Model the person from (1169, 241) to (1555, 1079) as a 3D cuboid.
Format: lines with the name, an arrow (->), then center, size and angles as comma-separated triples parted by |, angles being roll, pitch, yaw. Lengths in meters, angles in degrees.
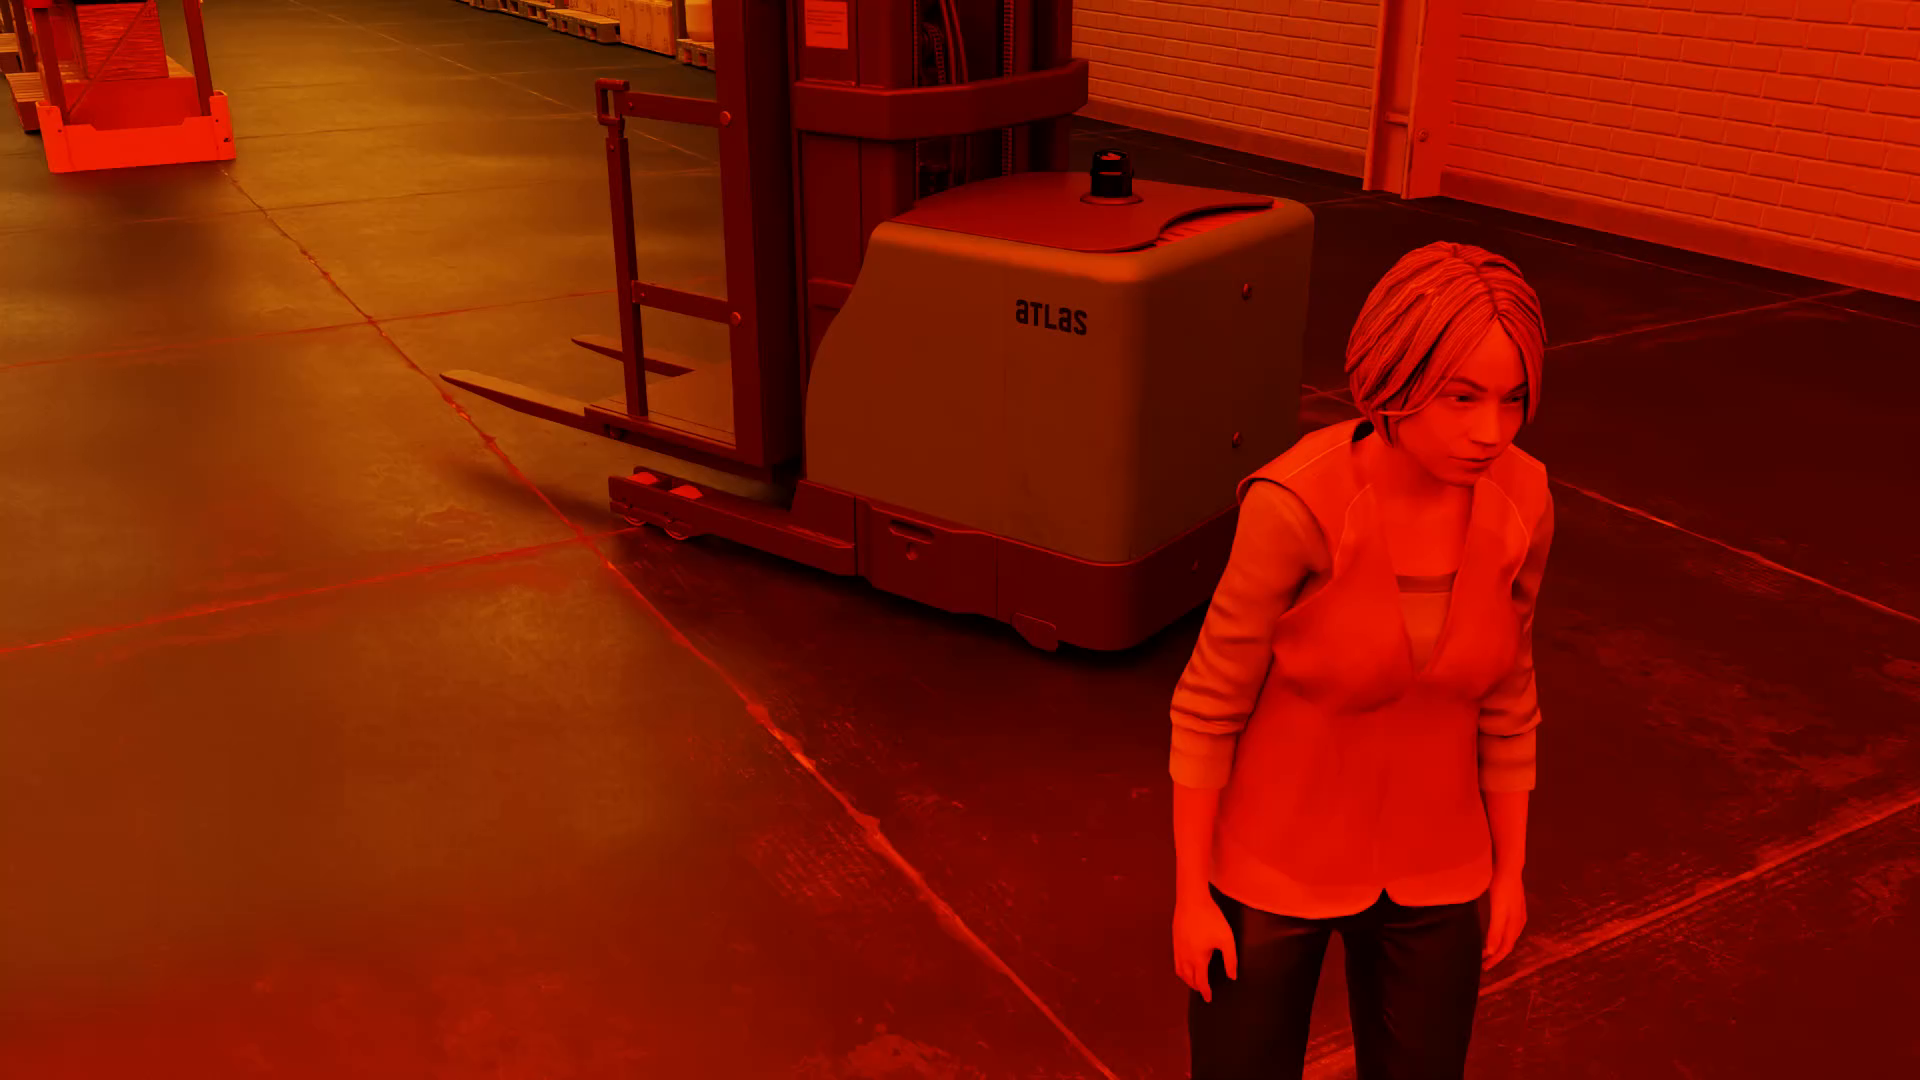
person -> 0.463, 0.424, 2.007 | 0.477, 1.591, 0.345 | -4, 23, -9

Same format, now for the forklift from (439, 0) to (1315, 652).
forklift -> -0.481, -1.497, 4.922 | 3.031, 2.935, 1.130 | 16, 27, 34
